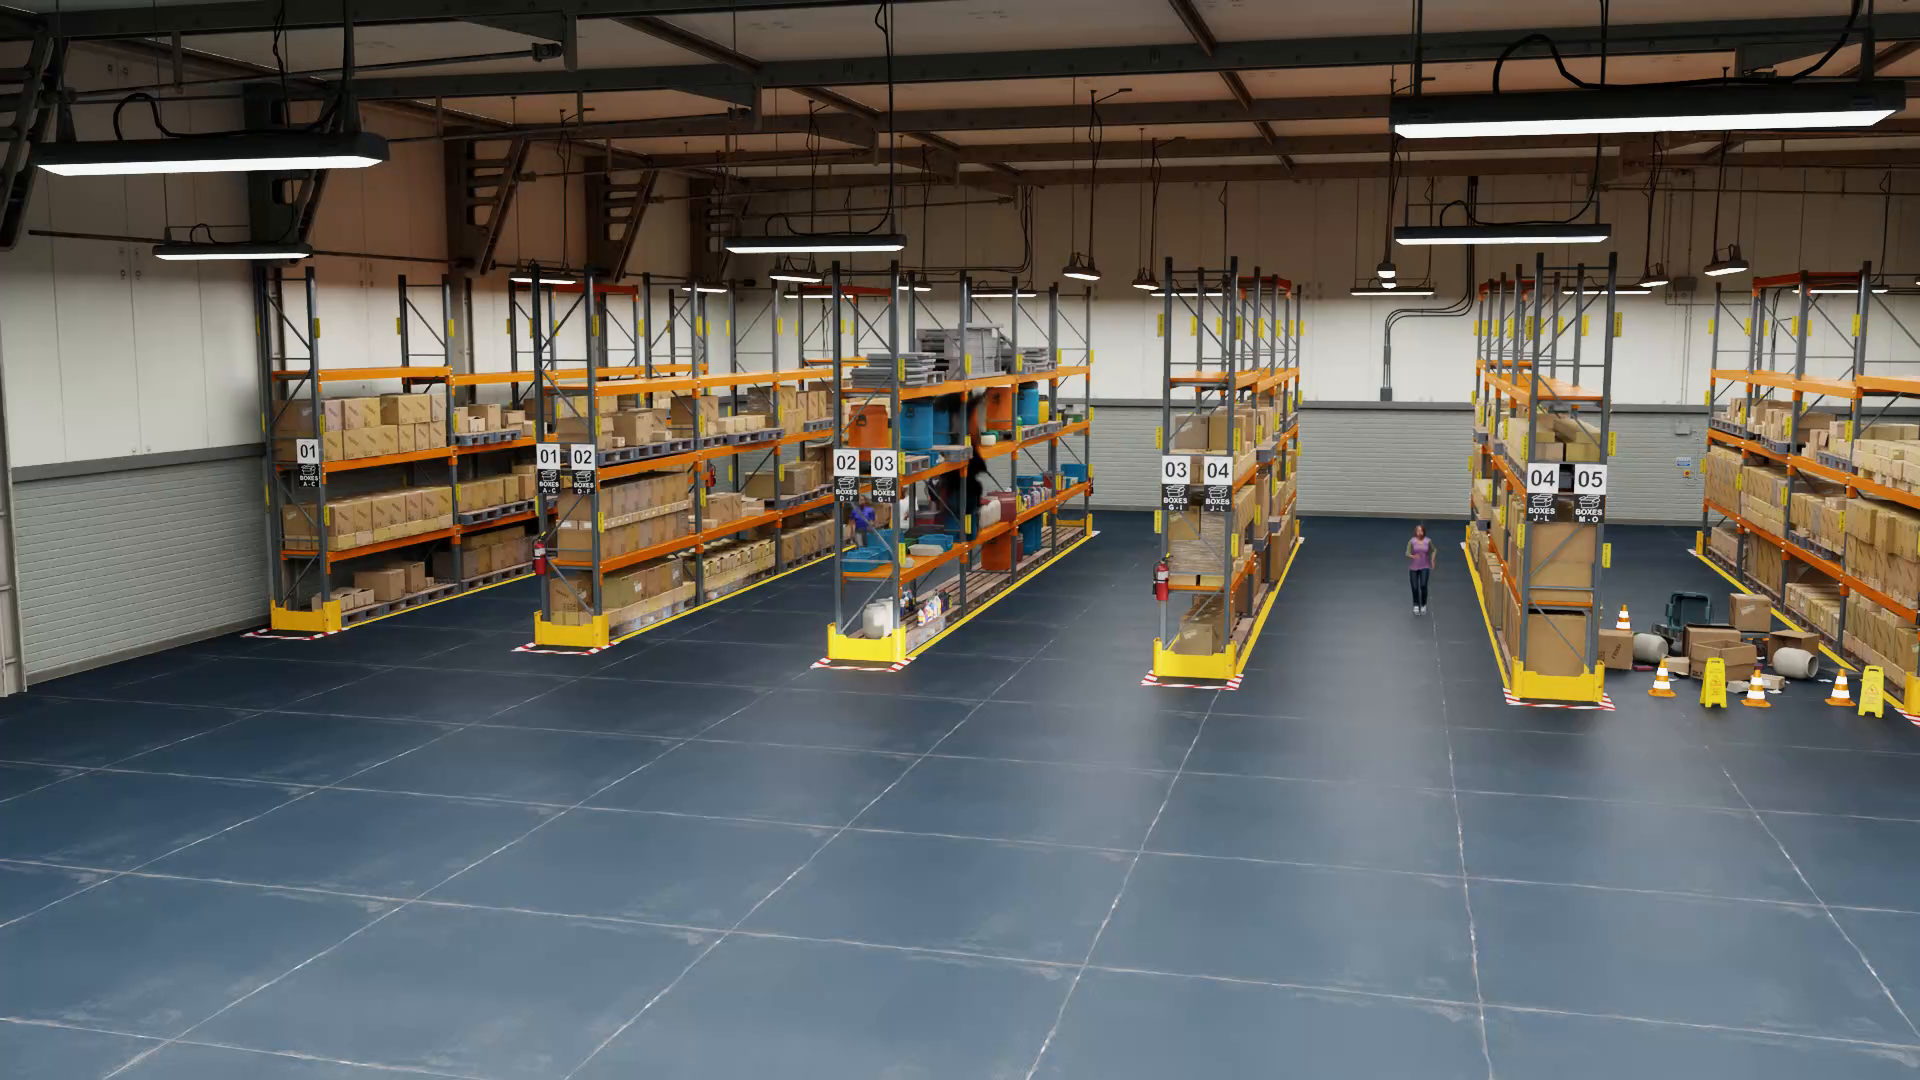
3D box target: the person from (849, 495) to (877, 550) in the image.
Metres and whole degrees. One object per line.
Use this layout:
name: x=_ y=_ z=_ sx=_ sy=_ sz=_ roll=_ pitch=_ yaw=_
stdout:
person: x=-1.963 y=-0.134 z=33.424 sx=0.571 sy=1.566 sz=0.744 roll=0 pitch=7 yaw=2

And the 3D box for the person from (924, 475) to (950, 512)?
person: x=-0.565 y=-0.948 z=40.470 sx=0.652 sy=1.661 sz=0.576 roll=1 pitch=7 yaw=9

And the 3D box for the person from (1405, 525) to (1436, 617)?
person: x=8.034 y=0.531 z=29.038 sx=0.509 sy=1.604 sz=0.667 roll=2 pitch=8 yaw=19

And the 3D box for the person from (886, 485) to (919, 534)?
person: x=-1.144 y=-0.248 z=32.389 sx=0.700 sy=1.779 sz=0.915 roll=2 pitch=8 yaw=17
